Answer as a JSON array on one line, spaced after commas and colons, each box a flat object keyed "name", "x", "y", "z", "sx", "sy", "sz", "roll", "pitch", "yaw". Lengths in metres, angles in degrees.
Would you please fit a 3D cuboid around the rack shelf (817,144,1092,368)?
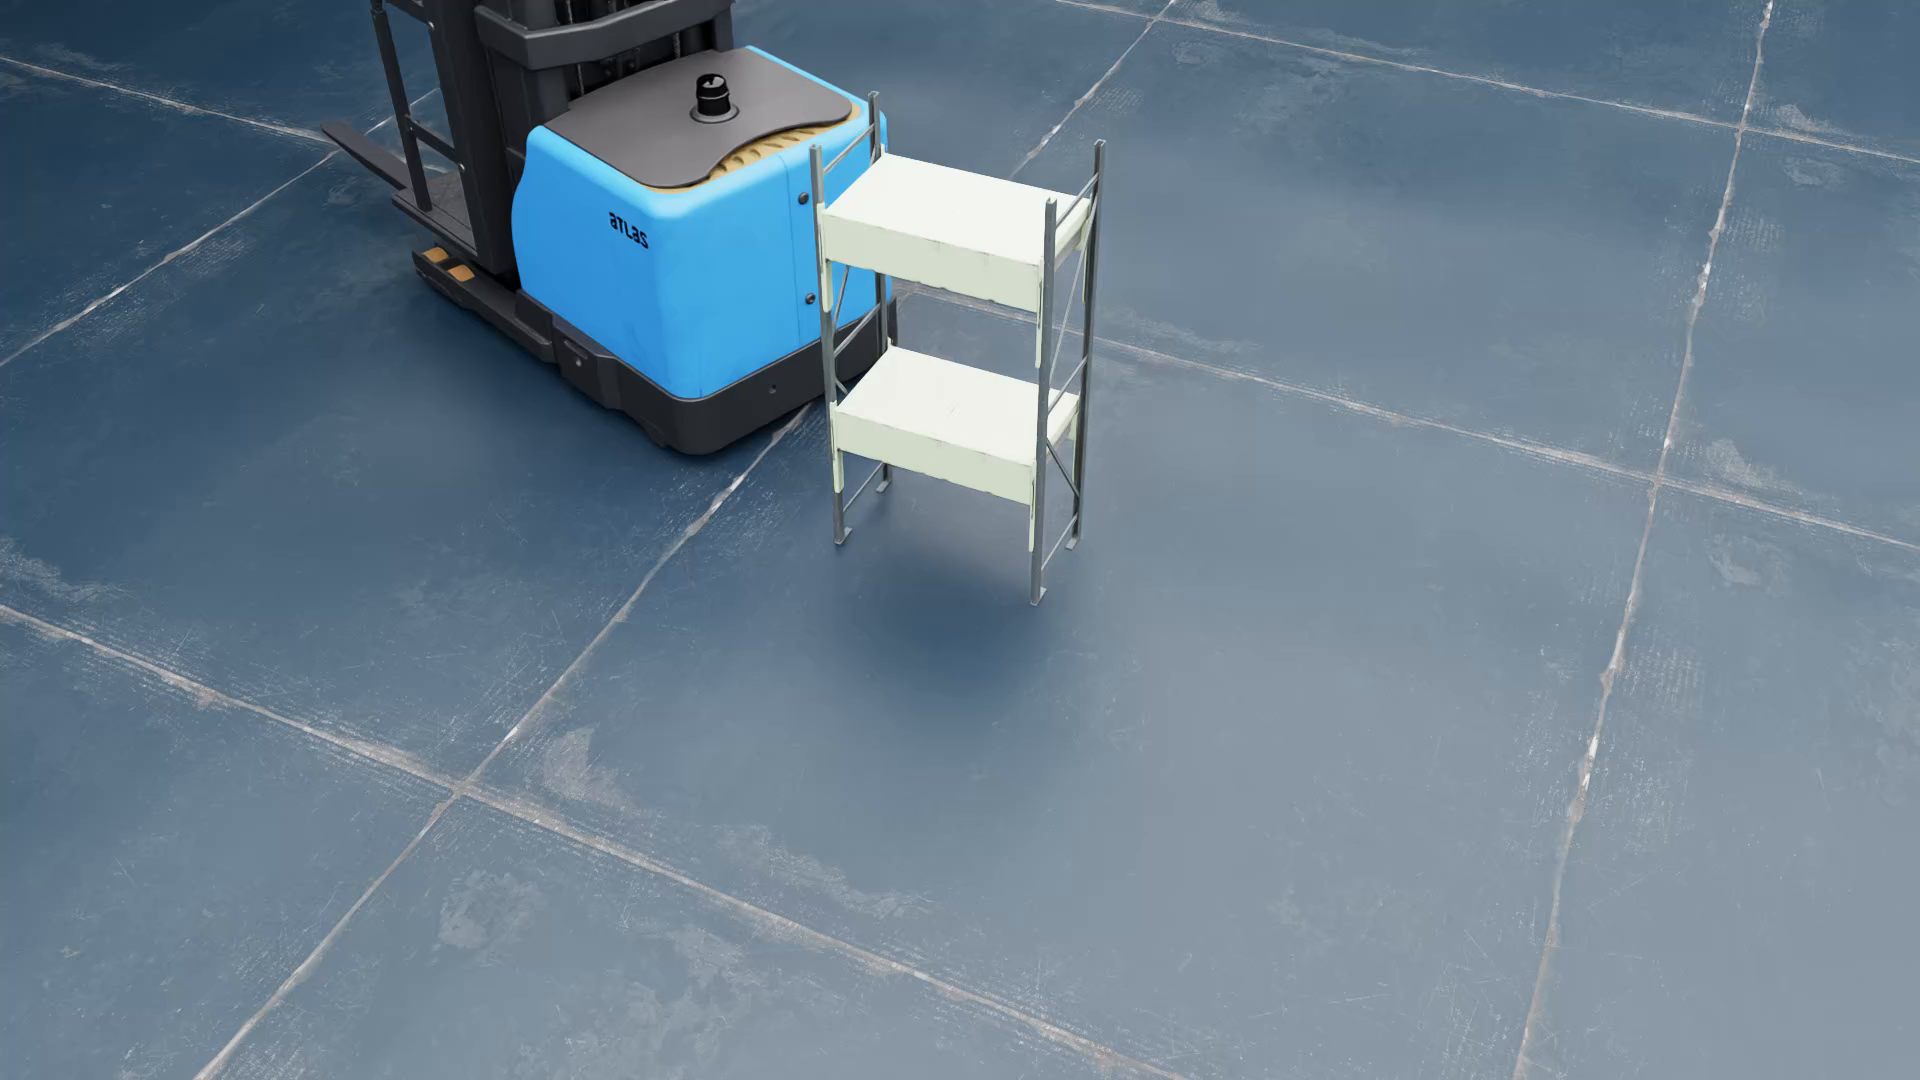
[{"name": "rack shelf", "x": -0.006, "y": -0.863, "z": 5.005, "sx": 0.720, "sy": 0.370, "sz": 0.431, "roll": 17, "pitch": 44, "yaw": 19}]

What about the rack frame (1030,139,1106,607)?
[{"name": "rack frame", "x": 0.326, "y": -0.467, "z": 5.144, "sx": 0.023, "sy": 1.500, "sz": 0.400, "roll": 17, "pitch": 44, "yaw": 19}]

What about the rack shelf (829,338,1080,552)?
[{"name": "rack shelf", "x": -0.006, "y": -0.322, "z": 5.474, "sx": 0.720, "sy": 0.370, "sz": 0.431, "roll": 17, "pitch": 44, "yaw": 19}]

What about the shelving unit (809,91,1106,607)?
[{"name": "shelving unit", "x": -0.006, "y": -0.569, "z": 5.261, "sx": 0.755, "sy": 1.500, "sz": 0.431, "roll": 17, "pitch": 44, "yaw": 19}]

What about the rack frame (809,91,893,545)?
[{"name": "rack frame", "x": -0.338, "y": -0.670, "z": 5.378, "sx": 0.023, "sy": 1.500, "sz": 0.400, "roll": 17, "pitch": 44, "yaw": 19}]

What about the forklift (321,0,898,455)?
[{"name": "forklift", "x": -1.631, "y": -2.281, "z": 6.144, "sx": 1.130, "sy": 2.935, "sz": 3.031, "roll": -32, "pitch": 50, "yaw": -32}]
